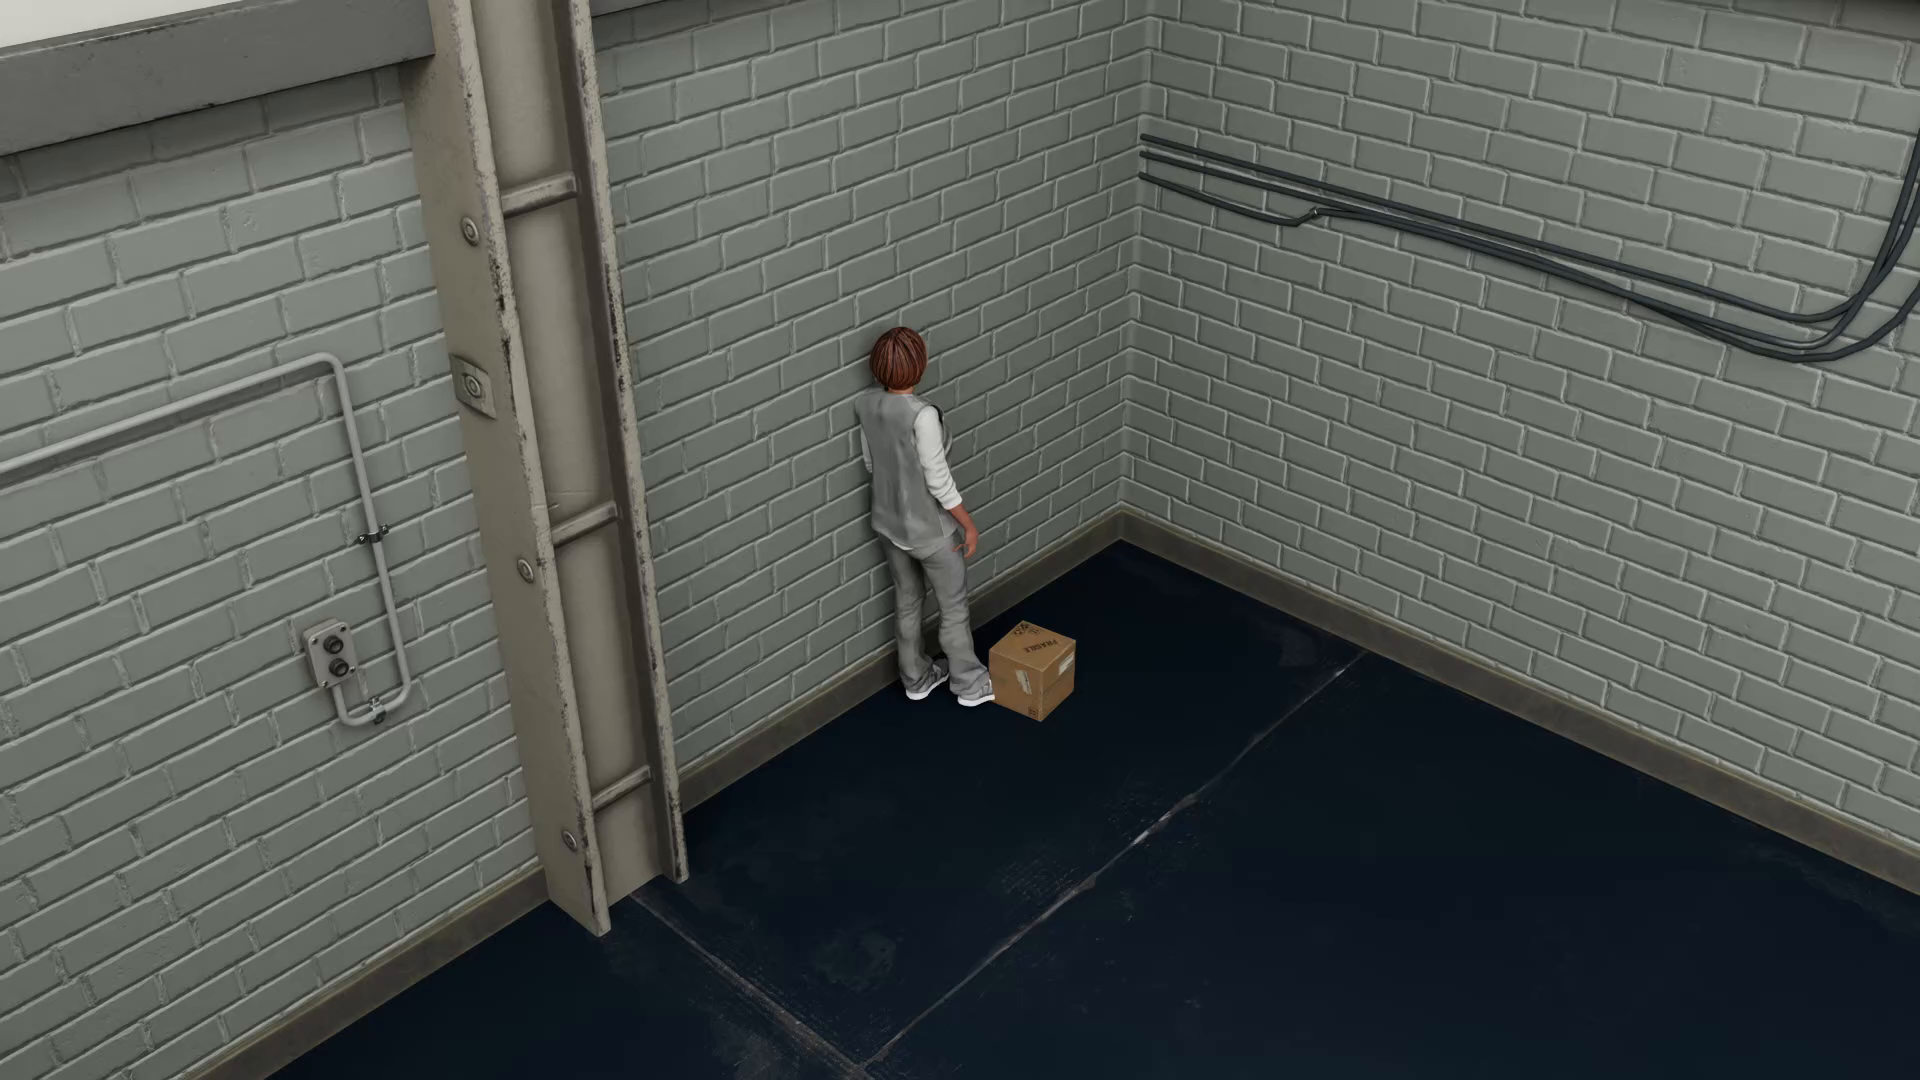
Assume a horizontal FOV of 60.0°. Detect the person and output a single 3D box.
[{"bbox_3d":[-0.105,-0.085,6.263,0.520,1.599,0.472,26,40,35],"label":"person"}]
